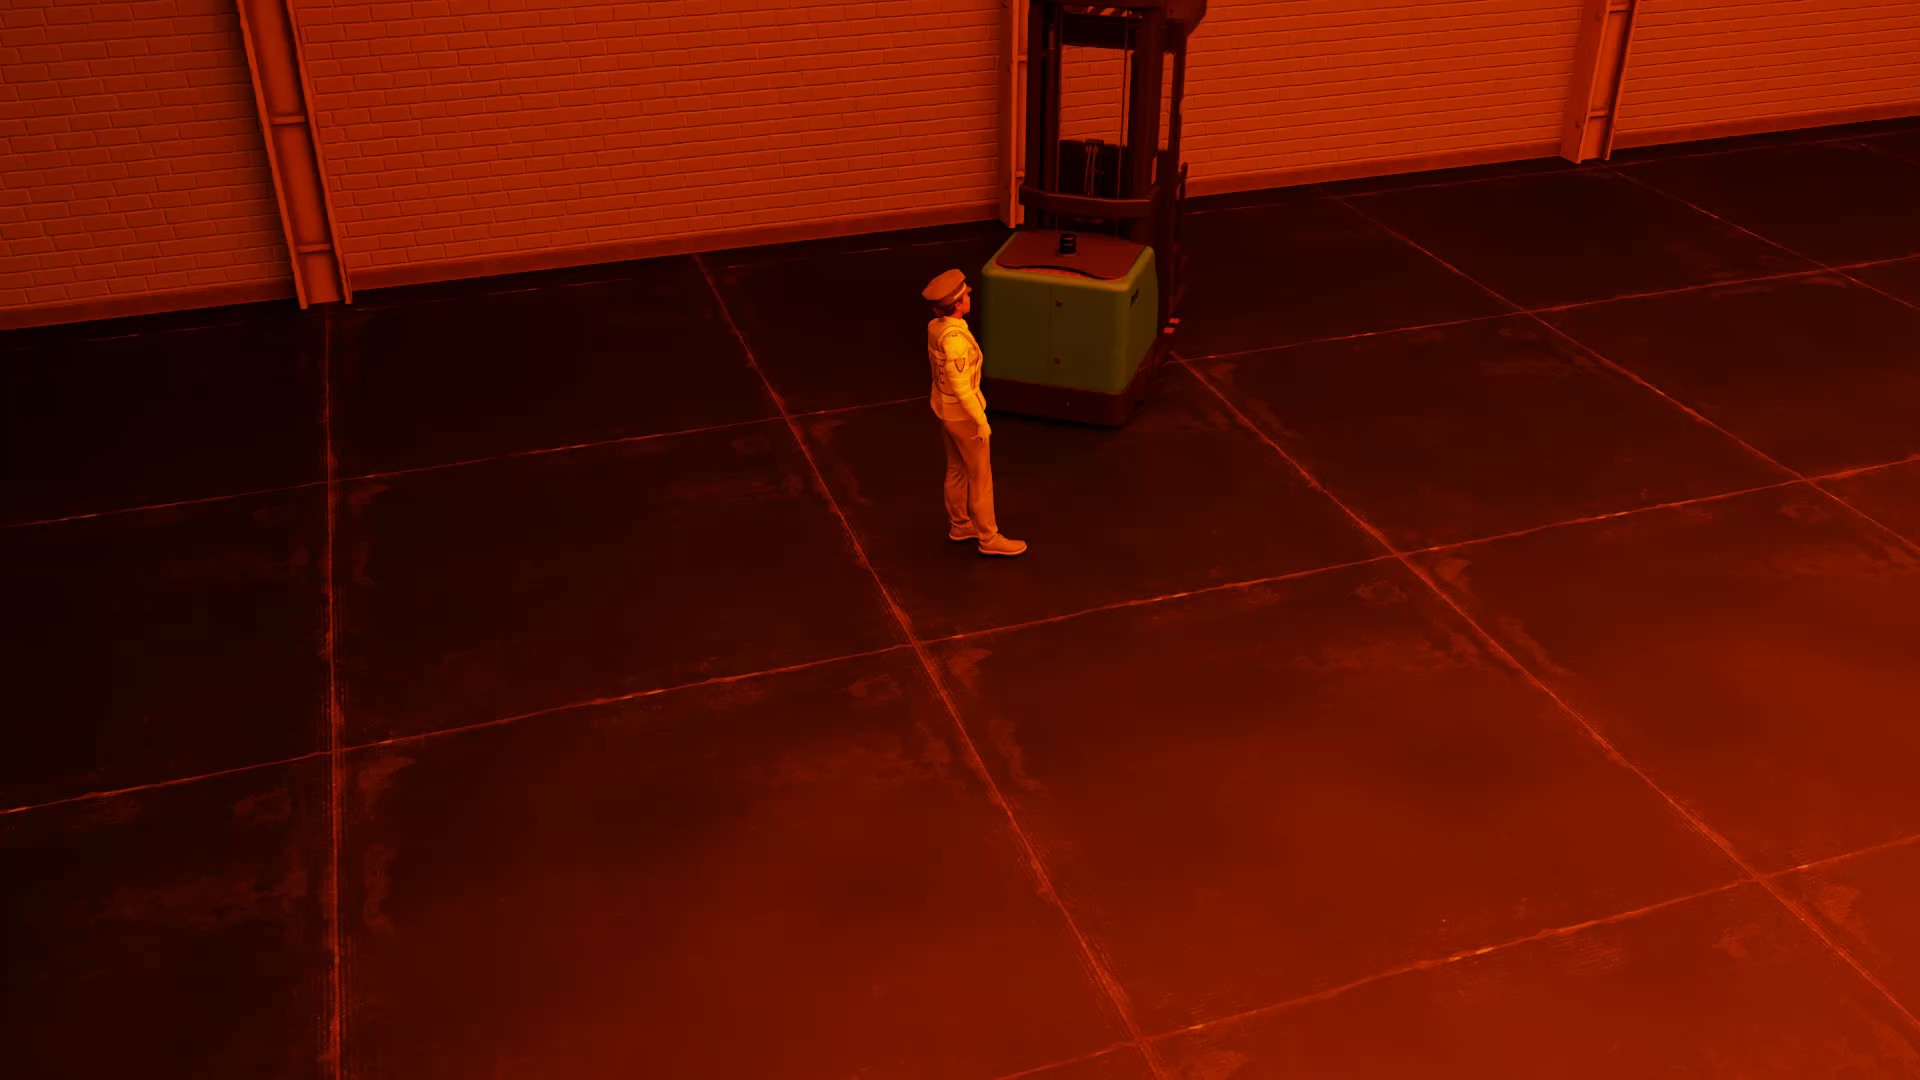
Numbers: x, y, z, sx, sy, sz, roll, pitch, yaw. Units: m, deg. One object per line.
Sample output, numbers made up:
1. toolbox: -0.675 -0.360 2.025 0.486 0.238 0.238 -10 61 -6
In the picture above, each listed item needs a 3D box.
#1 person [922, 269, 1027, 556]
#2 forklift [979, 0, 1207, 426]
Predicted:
1. person: 0.067 -0.748 9.613 0.532 1.694 0.586 -10 31 -16
2. forklift: 1.071 -2.760 11.885 1.130 2.935 3.031 9 31 16
